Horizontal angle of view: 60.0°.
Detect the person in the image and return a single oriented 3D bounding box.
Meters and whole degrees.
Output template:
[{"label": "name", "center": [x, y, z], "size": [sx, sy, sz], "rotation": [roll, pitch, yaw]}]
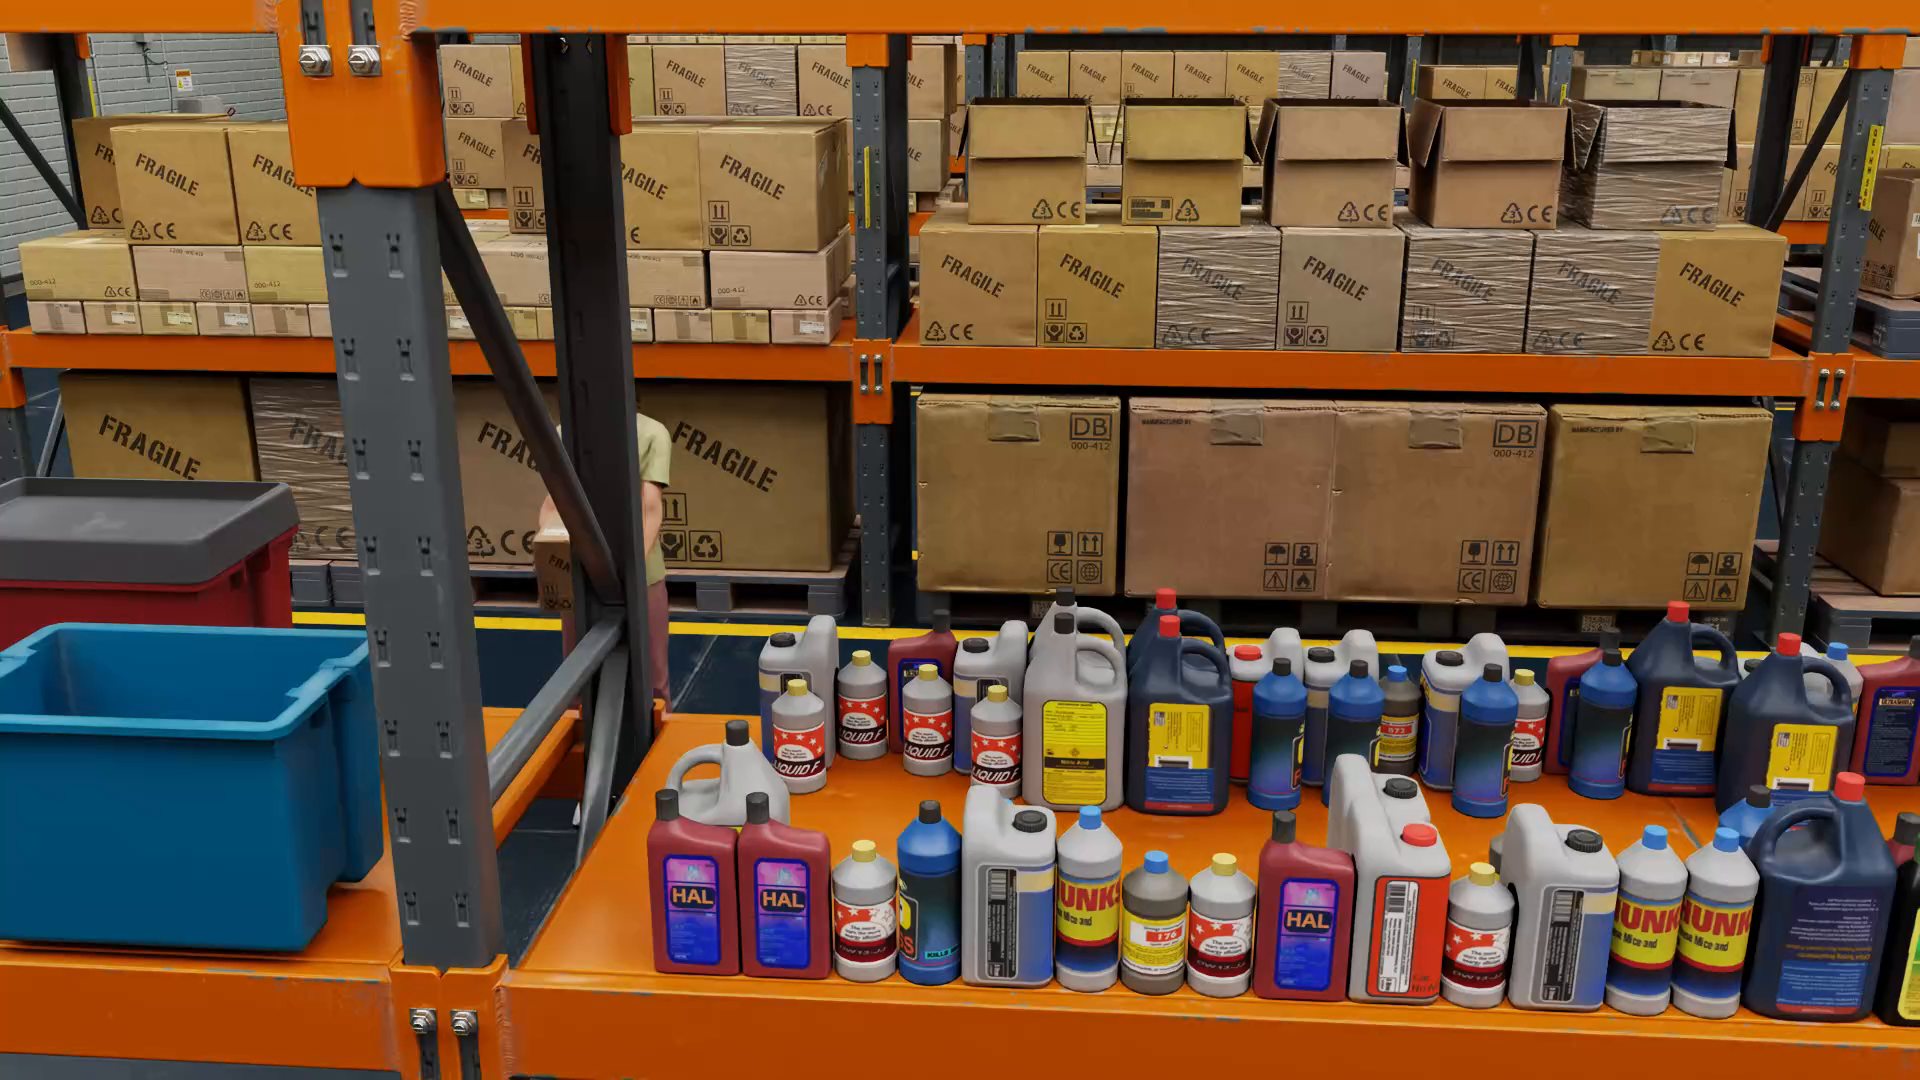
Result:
[{"label": "person", "center": [-1.167, 0.173, 5.525], "size": [0.420, 1.668, 0.538], "rotation": [1, 18, 4]}]
